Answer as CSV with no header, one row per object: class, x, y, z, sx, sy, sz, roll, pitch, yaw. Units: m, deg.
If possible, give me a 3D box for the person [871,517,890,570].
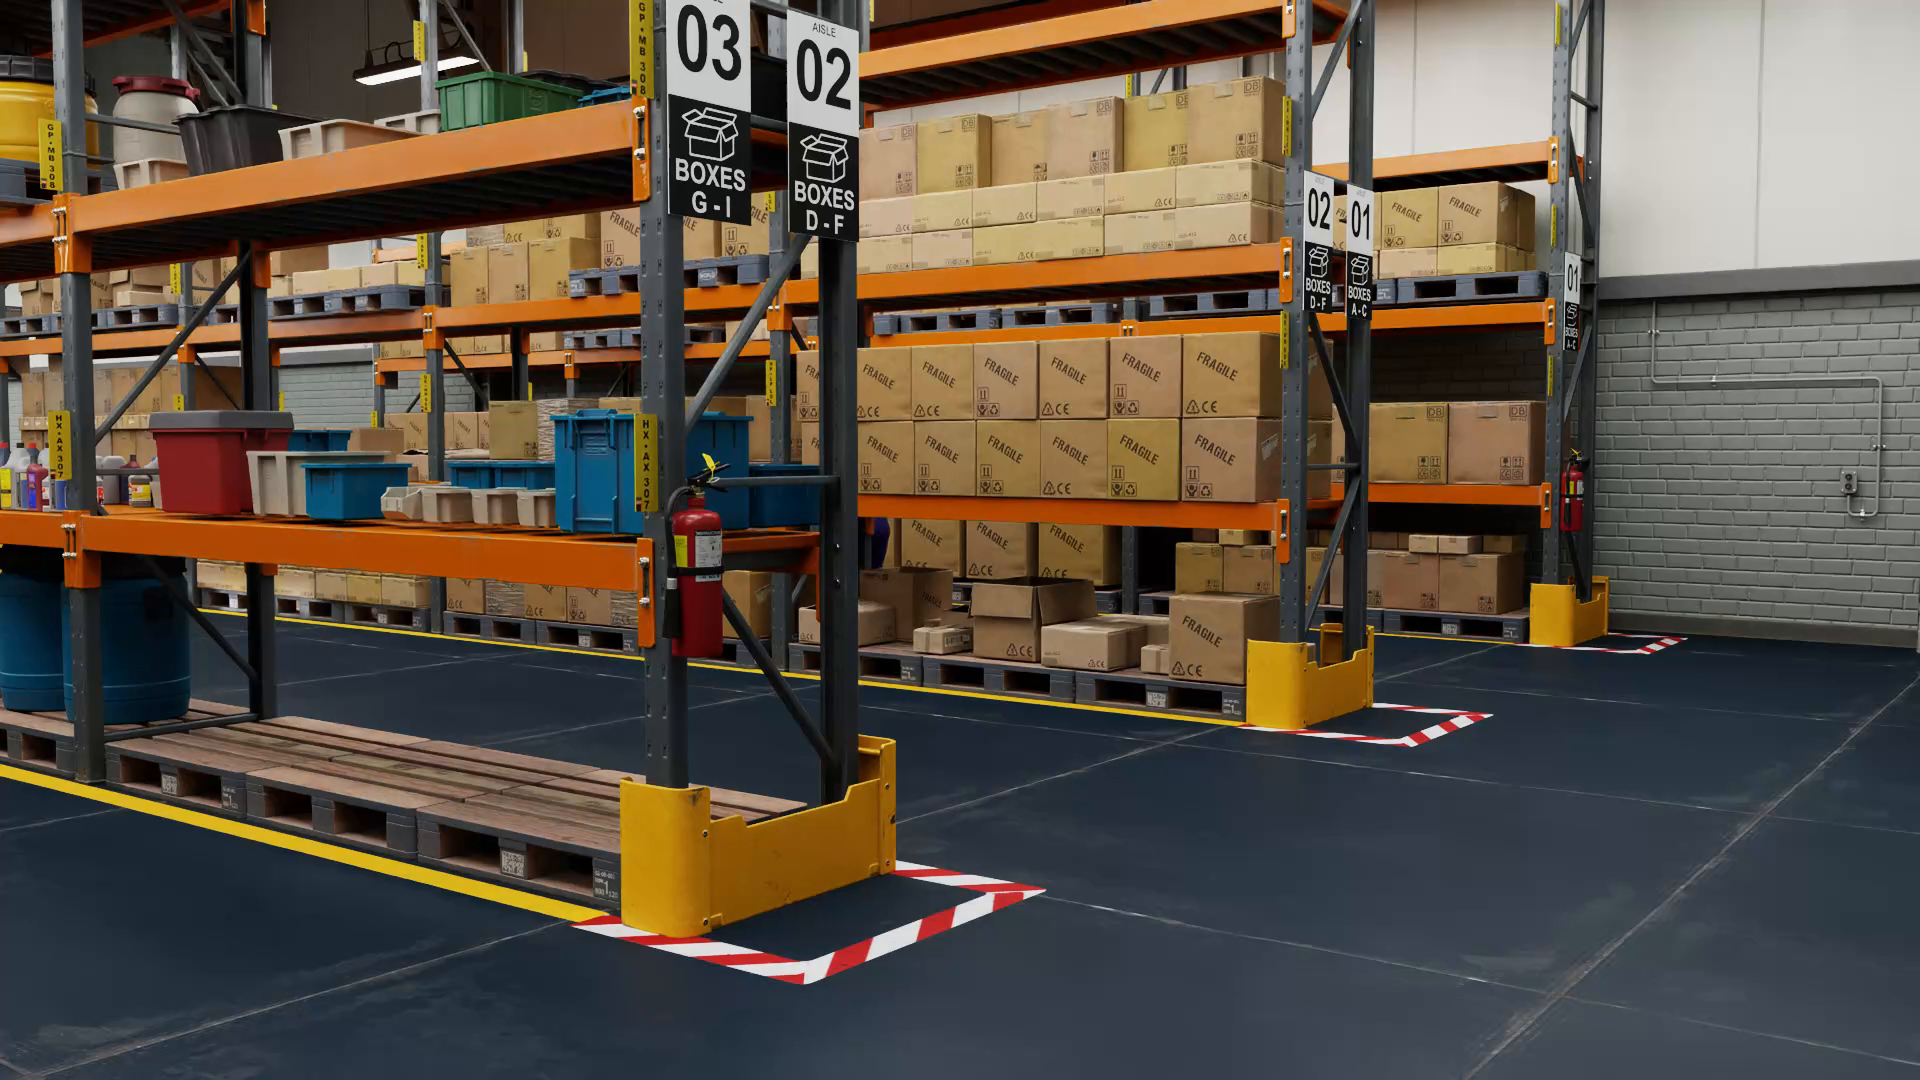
person,-0.879,-0.066,15.584,0.343,1.659,0.466,3,4,37
